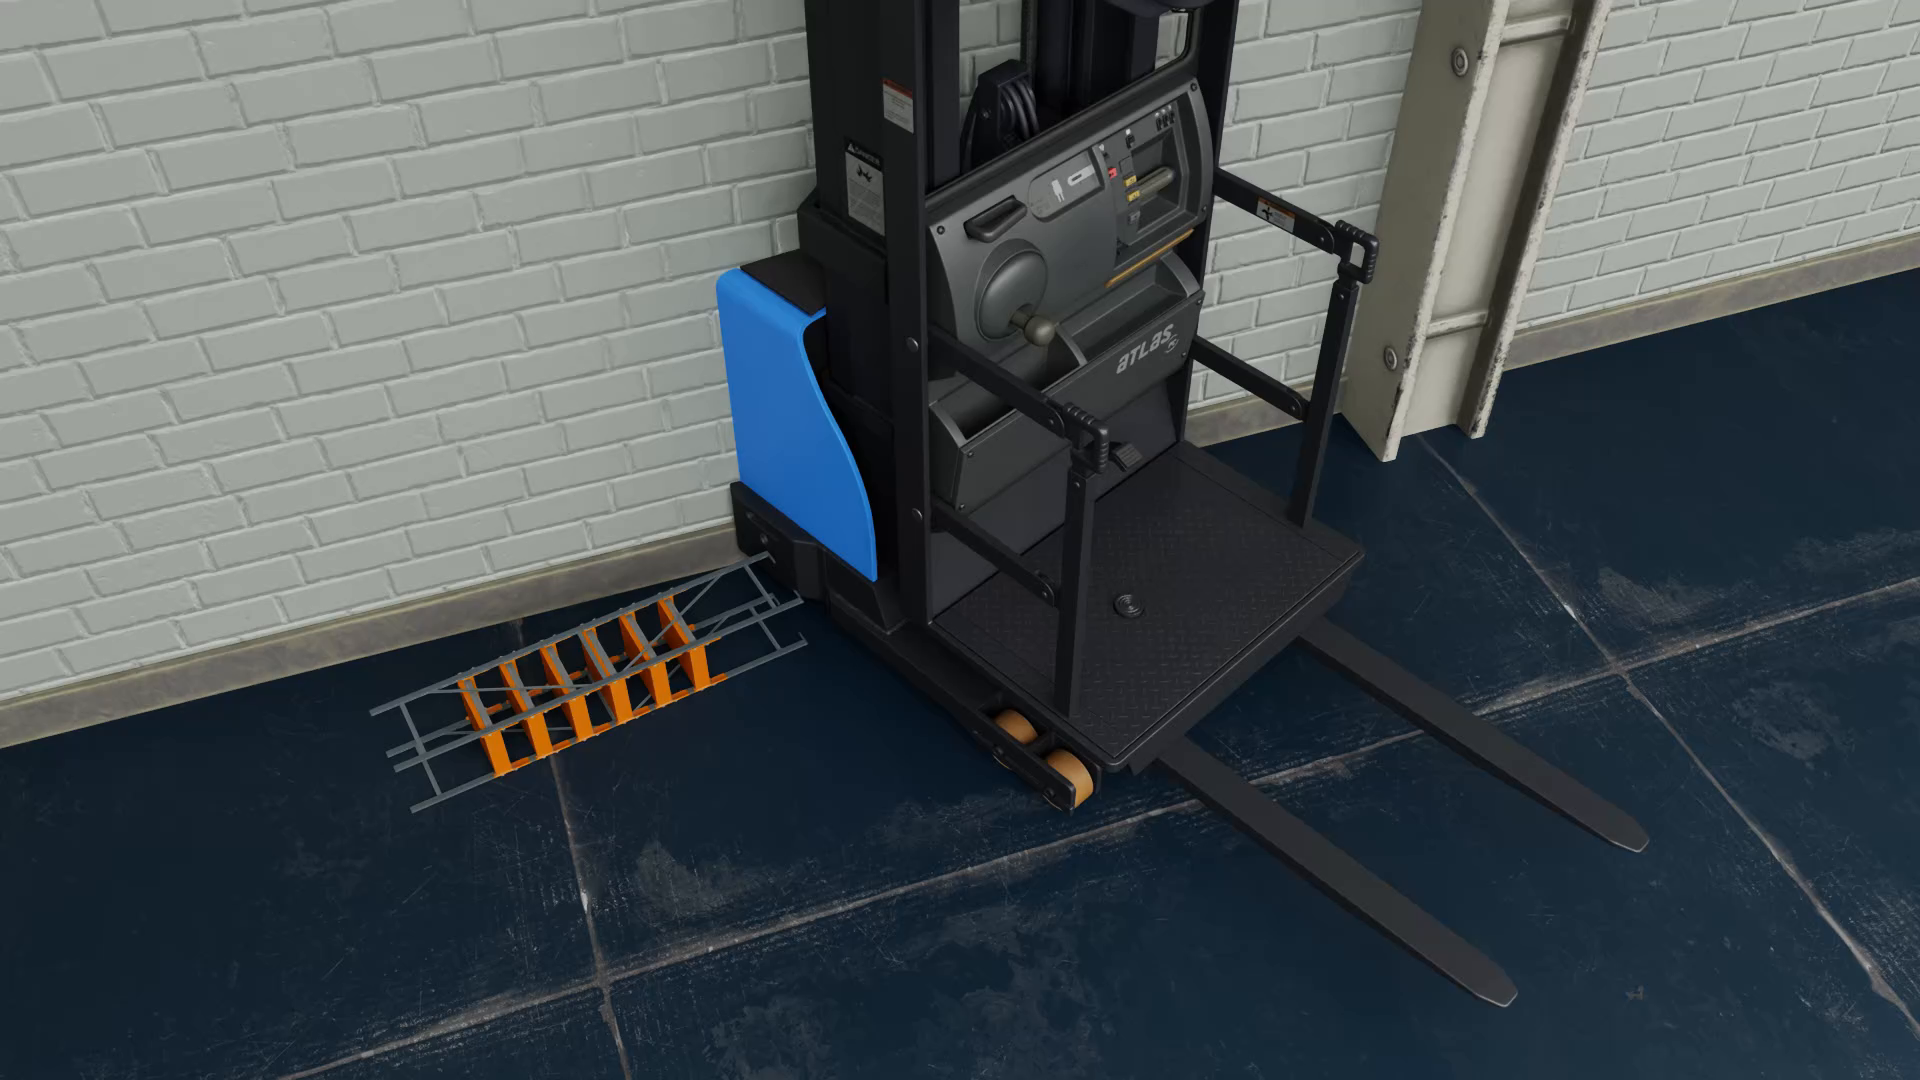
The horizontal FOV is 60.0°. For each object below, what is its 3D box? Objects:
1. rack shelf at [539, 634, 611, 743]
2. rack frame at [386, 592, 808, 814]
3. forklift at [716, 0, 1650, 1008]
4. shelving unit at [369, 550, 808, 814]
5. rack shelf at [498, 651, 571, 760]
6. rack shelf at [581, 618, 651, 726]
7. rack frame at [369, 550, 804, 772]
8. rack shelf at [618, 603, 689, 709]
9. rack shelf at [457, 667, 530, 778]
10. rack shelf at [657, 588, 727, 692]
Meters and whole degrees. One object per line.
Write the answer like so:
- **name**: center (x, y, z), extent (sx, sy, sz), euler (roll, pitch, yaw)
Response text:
- **rack shelf**: center (-1.094, 0.413, 4.701), extent (0.103, 0.180, 0.258), euler (-23, 49, -21)
- **rack frame**: center (-1.029, 0.451, 4.793), extent (1.200, 0.006, 0.240), euler (-23, 49, -21)
- **forklift**: center (0.438, -0.721, 3.899), extent (1.130, 2.935, 3.031), euler (-35, 55, -30)
- **shelving unit**: center (-1.029, 0.386, 4.729), extent (1.200, 0.189, 0.258), euler (-23, 49, -21)
- **rack shelf**: center (-1.197, 0.456, 4.658), extent (0.103, 0.180, 0.258), euler (-23, 49, -21)
- **rack shelf**: center (-0.991, 0.370, 4.744), extent (0.103, 0.180, 0.258), euler (-23, 49, -21)
- **rack frame**: center (-1.029, 0.321, 4.664), extent (1.200, 0.006, 0.240), euler (-23, 49, -21)
- **rack shelf**: center (-0.887, 0.327, 4.788), extent (0.103, 0.180, 0.258), euler (-23, 49, -21)
- **rack shelf**: center (-1.301, 0.500, 4.615), extent (0.103, 0.180, 0.258), euler (-23, 49, -21)
- **rack shelf**: center (-0.784, 0.284, 4.831), extent (0.103, 0.180, 0.258), euler (-23, 49, -21)
